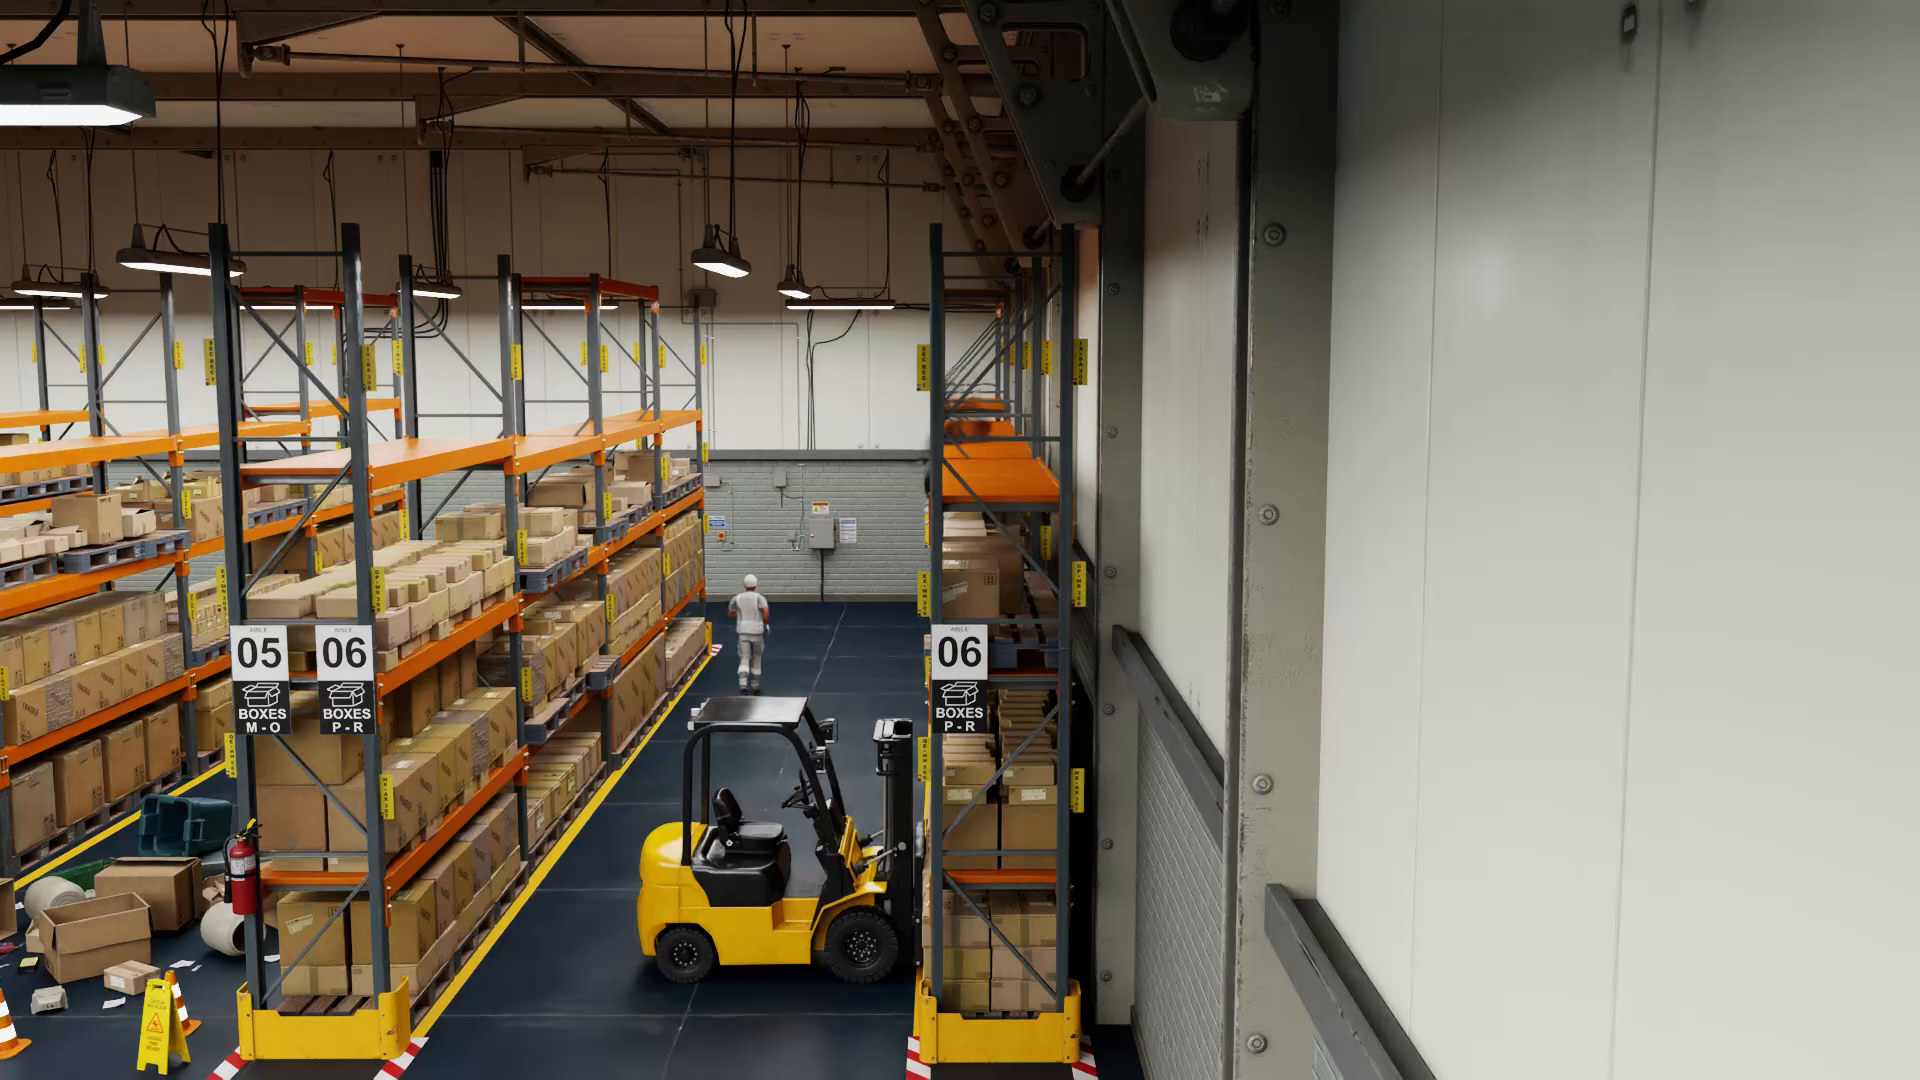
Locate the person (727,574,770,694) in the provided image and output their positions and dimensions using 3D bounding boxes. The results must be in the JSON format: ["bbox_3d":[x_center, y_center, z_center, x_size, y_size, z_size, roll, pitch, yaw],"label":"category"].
[{"bbox_3d":[-3.113,1.411,24.554,0.651,1.808,0.878,0,7,0],"label":"person"}]
